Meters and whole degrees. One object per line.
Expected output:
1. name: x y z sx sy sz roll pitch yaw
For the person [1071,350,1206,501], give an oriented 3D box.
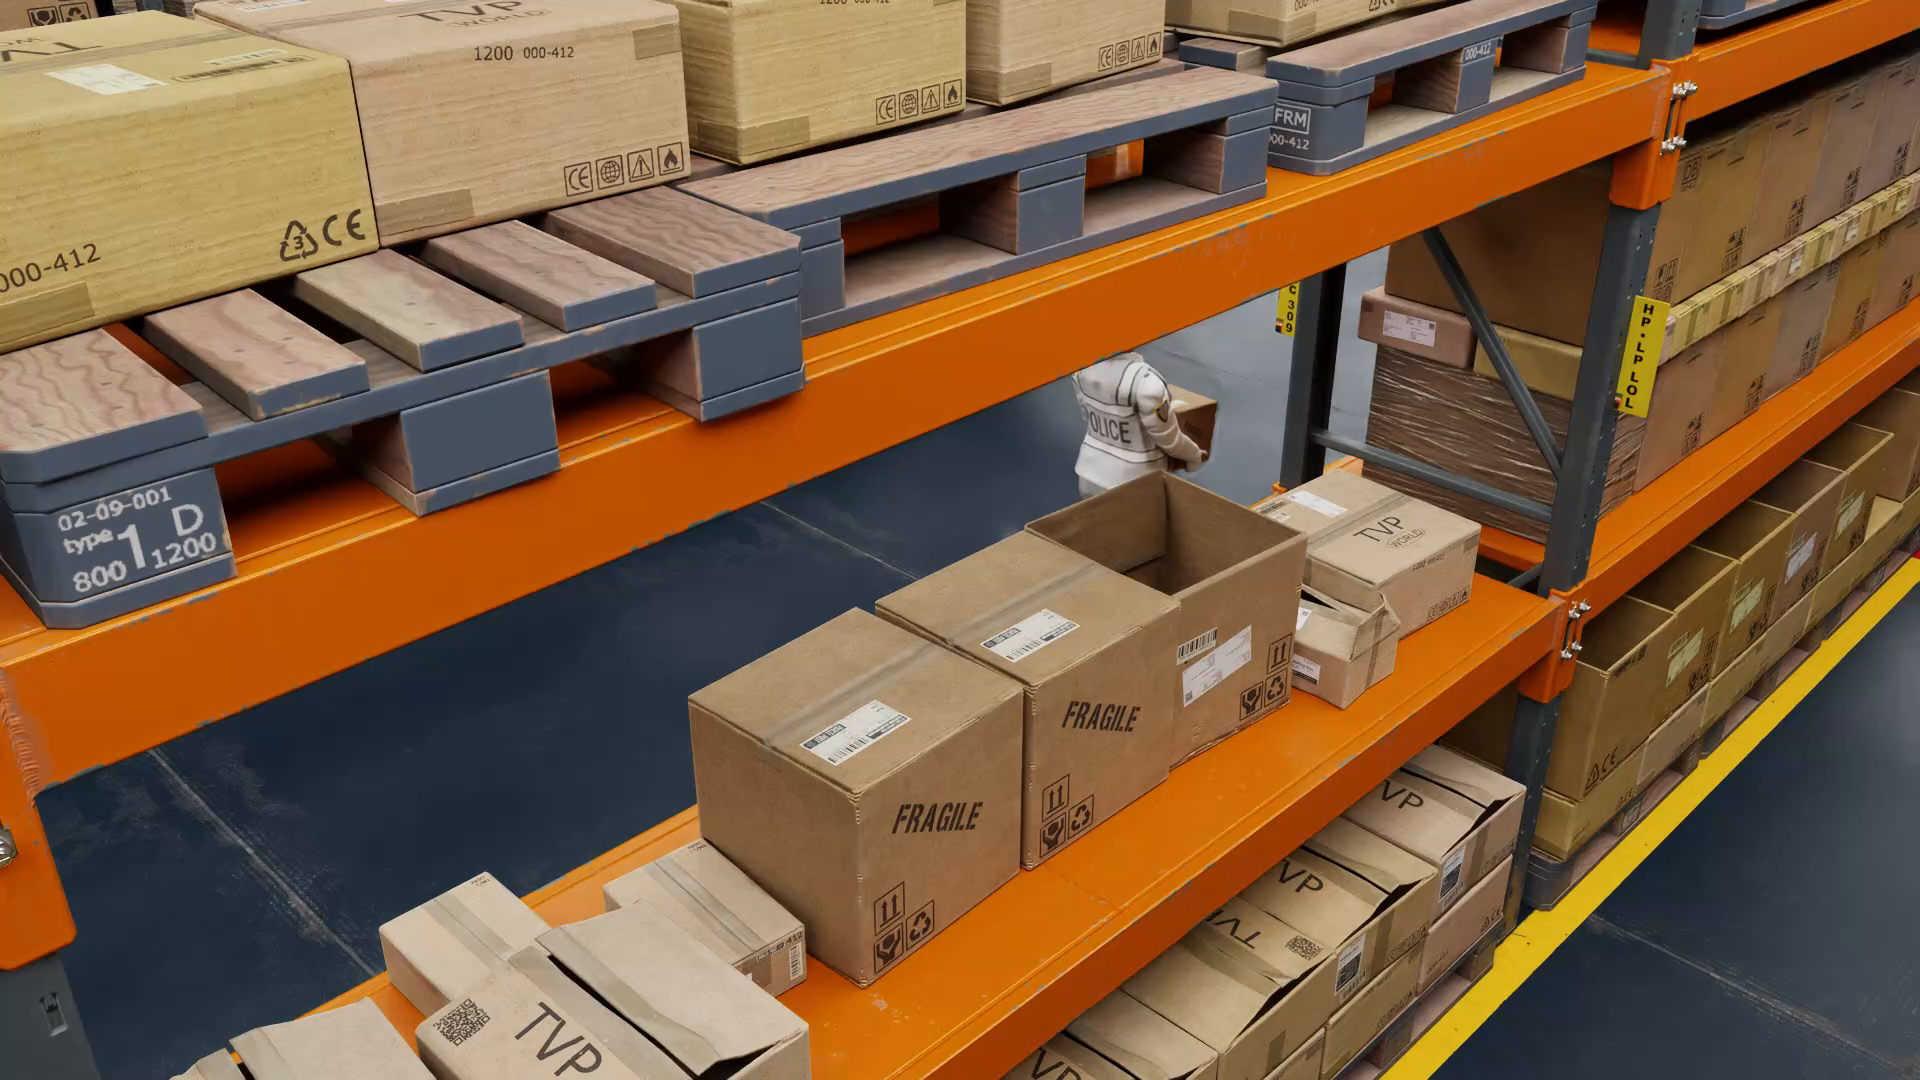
1. person: 0.684 -0.240 6.541 0.540 1.691 0.474 -24 36 -38
